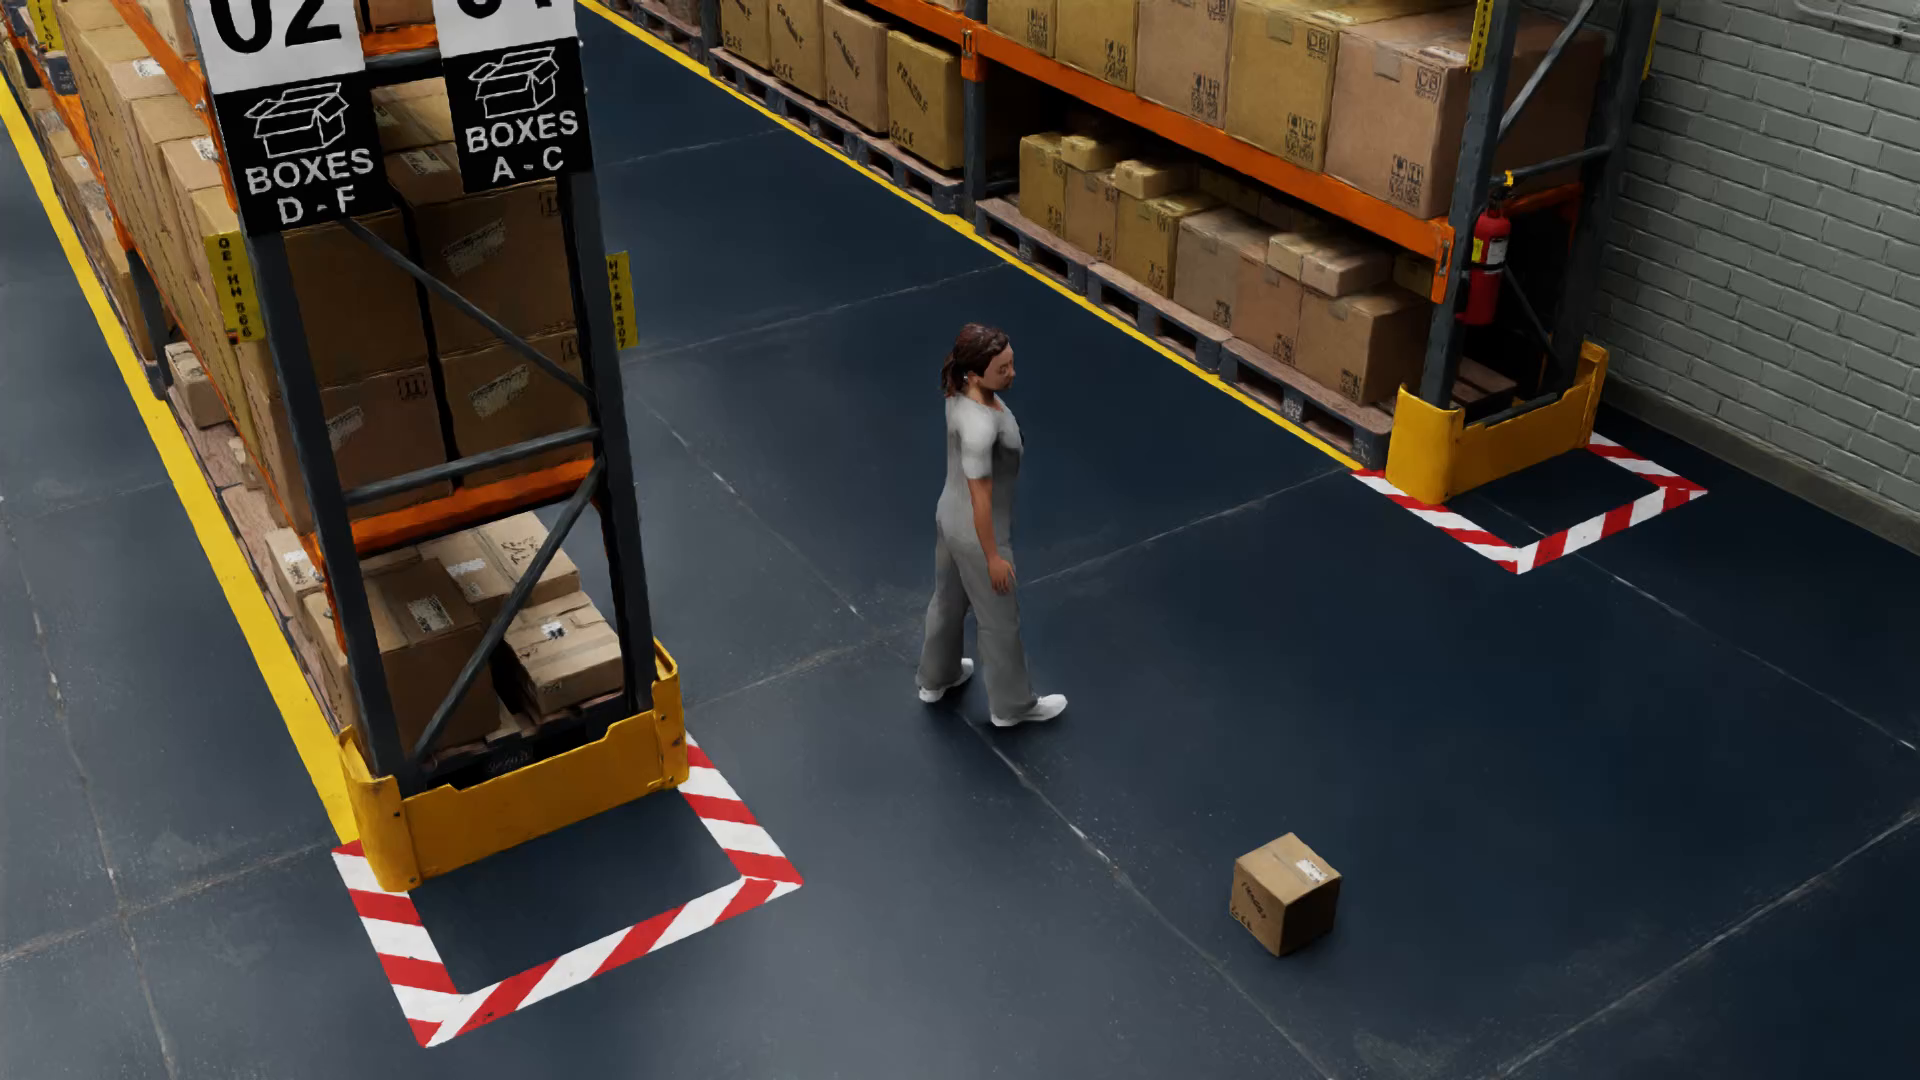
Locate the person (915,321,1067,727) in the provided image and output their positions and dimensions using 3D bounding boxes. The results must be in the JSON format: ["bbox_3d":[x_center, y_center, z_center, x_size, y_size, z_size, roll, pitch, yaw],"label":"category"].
[{"bbox_3d":[0.123,-0.039,6.158,0.574,1.668,0.561,-5,33,-8],"label":"person"}]
